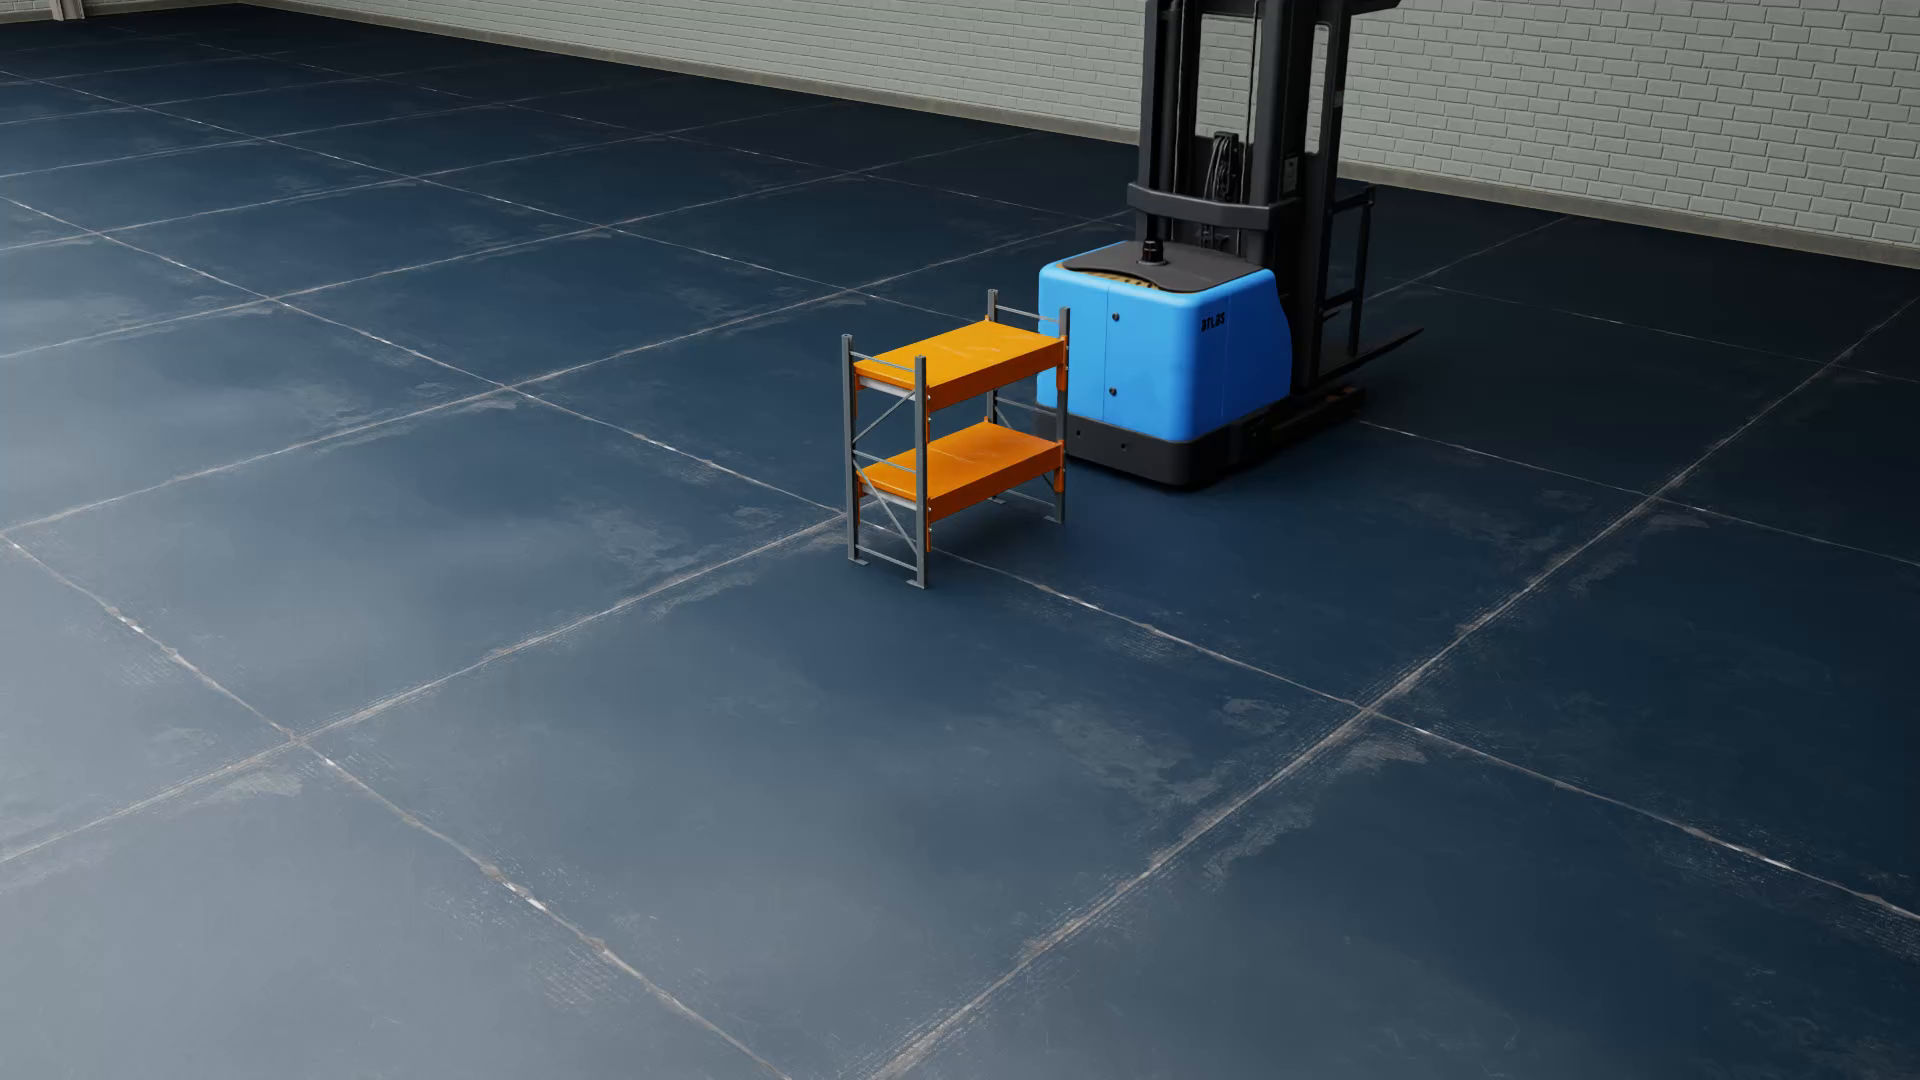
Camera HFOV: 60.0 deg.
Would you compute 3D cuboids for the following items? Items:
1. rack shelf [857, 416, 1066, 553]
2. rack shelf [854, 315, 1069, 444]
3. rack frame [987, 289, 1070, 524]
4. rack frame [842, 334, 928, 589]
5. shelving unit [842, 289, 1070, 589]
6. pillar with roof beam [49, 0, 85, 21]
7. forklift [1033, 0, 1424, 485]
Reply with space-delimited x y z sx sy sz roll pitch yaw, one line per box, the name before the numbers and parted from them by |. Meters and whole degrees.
rack shelf | -0.004 -0.288 8.115 0.538 0.278 1.000 20 31 38
rack shelf | -0.005 -0.778 7.896 0.538 0.278 1.000 20 31 38
rack frame | 0.335 -0.666 8.361 0.500 1.125 0.032 20 31 38
rack frame | -0.344 -0.356 7.670 0.500 1.125 0.032 20 31 38
shelving unit | -0.005 -0.511 8.015 0.538 1.125 1.048 20 31 38
pillar with roof beam | -11.491 -11.531 22.969 9.100 9.000 0.400 20 31 38
forklift | 1.762 -2.146 9.453 1.130 2.935 3.031 20 31 37
